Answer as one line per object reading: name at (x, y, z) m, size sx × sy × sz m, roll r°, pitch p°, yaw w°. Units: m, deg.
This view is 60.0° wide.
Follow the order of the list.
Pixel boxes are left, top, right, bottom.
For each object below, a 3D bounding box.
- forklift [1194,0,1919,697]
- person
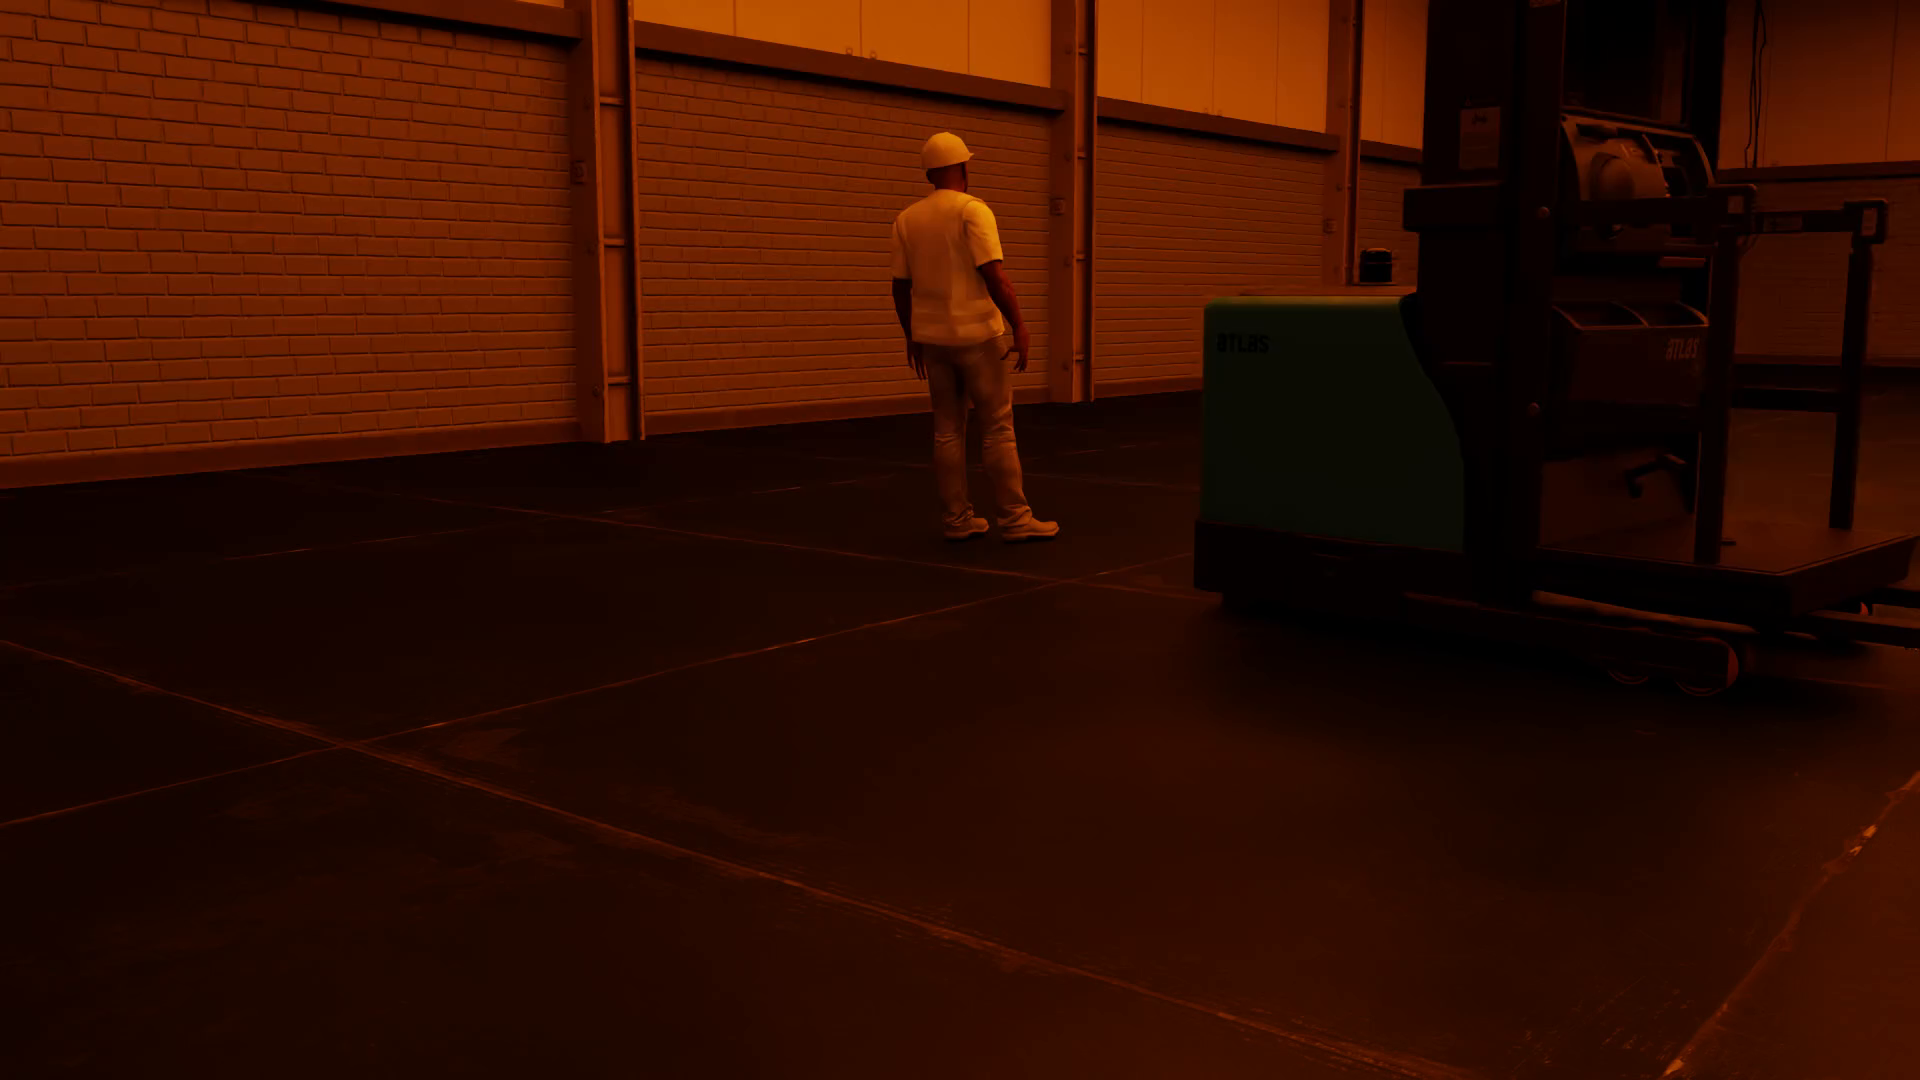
forklift at (2.192, -1.108, 4.856) m, size 1.130 × 2.935 × 3.031 m, roll -8°, pitch 11°, yaw -43°
person at (0.049, -0.888, 7.325) m, size 0.665 × 1.765 × 0.577 m, roll 7°, pitch 11°, yaw 38°
